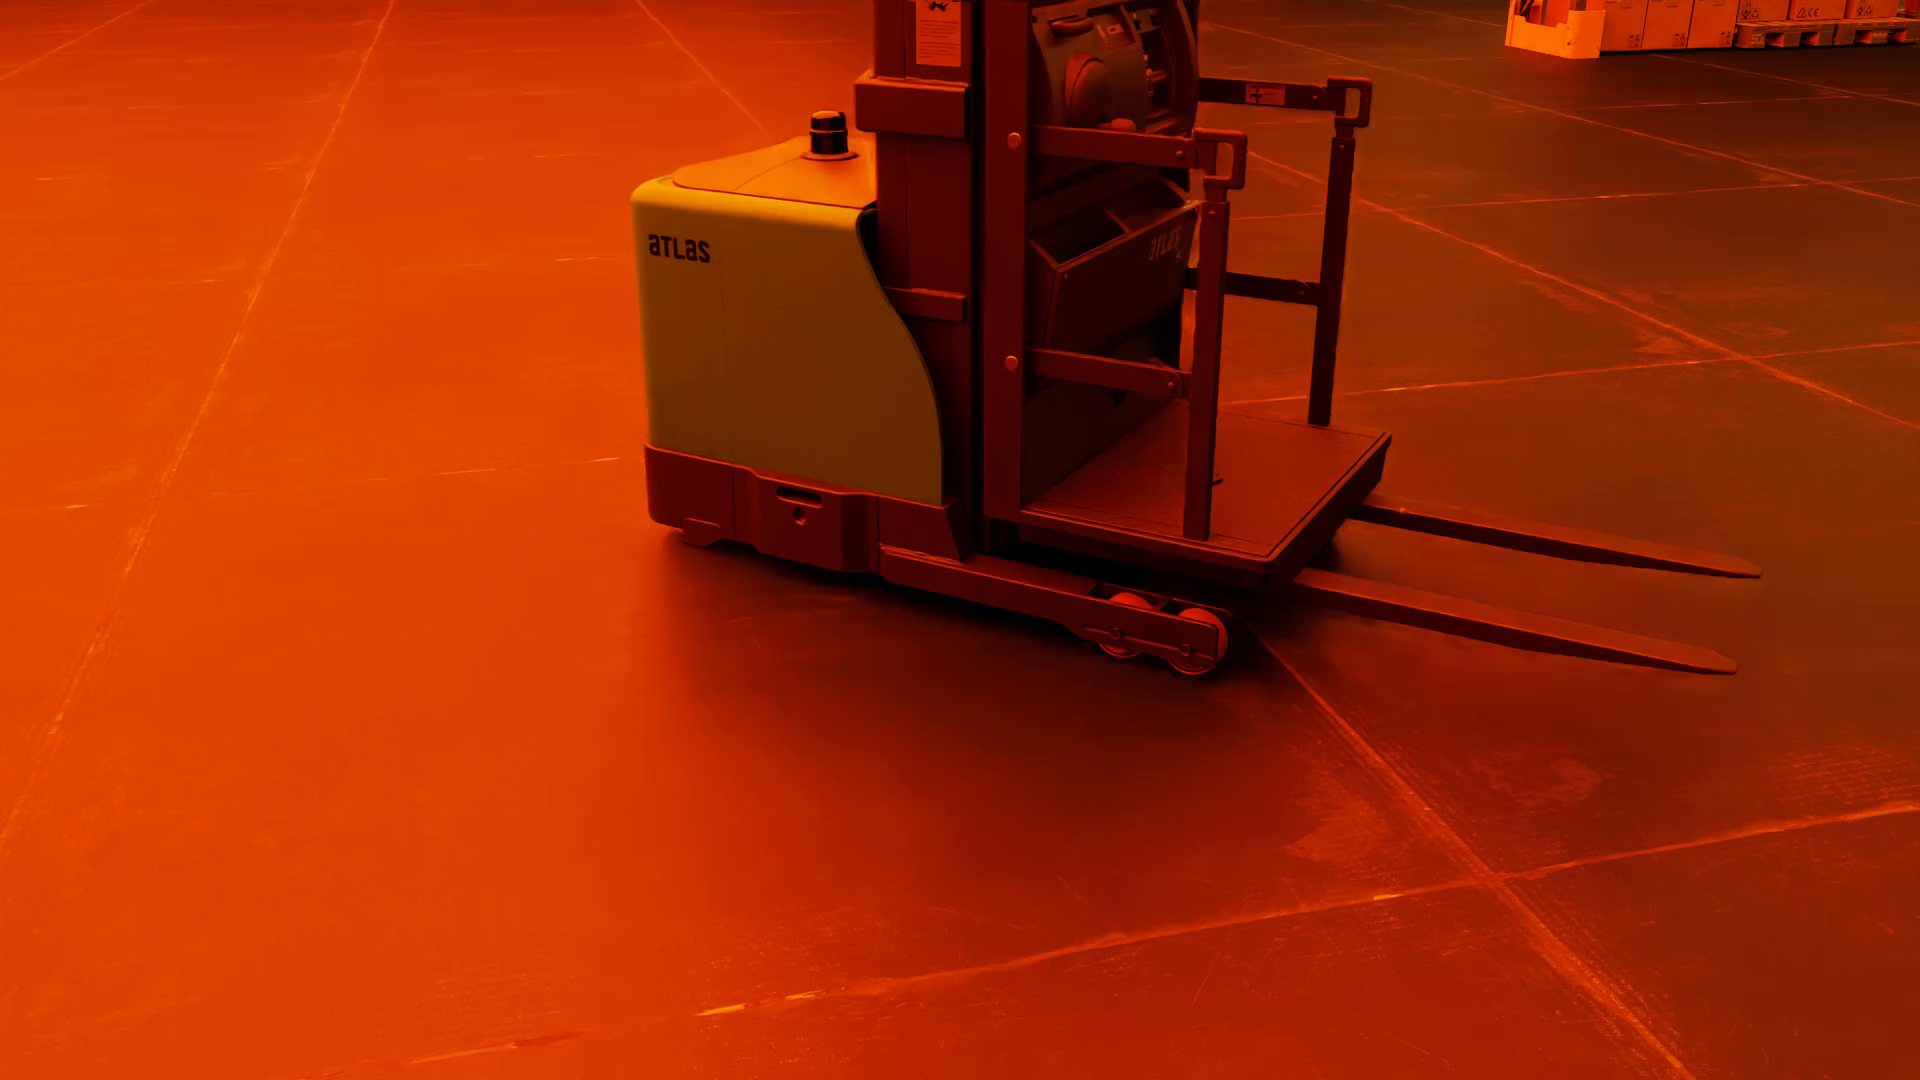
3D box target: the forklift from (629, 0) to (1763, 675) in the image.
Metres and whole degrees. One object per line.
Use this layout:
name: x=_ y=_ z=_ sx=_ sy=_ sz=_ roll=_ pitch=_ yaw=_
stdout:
forklift: x=0.594 y=-1.242 z=4.228 sx=3.031 sy=2.935 sz=1.130 roll=12 pitch=26 yaw=26
